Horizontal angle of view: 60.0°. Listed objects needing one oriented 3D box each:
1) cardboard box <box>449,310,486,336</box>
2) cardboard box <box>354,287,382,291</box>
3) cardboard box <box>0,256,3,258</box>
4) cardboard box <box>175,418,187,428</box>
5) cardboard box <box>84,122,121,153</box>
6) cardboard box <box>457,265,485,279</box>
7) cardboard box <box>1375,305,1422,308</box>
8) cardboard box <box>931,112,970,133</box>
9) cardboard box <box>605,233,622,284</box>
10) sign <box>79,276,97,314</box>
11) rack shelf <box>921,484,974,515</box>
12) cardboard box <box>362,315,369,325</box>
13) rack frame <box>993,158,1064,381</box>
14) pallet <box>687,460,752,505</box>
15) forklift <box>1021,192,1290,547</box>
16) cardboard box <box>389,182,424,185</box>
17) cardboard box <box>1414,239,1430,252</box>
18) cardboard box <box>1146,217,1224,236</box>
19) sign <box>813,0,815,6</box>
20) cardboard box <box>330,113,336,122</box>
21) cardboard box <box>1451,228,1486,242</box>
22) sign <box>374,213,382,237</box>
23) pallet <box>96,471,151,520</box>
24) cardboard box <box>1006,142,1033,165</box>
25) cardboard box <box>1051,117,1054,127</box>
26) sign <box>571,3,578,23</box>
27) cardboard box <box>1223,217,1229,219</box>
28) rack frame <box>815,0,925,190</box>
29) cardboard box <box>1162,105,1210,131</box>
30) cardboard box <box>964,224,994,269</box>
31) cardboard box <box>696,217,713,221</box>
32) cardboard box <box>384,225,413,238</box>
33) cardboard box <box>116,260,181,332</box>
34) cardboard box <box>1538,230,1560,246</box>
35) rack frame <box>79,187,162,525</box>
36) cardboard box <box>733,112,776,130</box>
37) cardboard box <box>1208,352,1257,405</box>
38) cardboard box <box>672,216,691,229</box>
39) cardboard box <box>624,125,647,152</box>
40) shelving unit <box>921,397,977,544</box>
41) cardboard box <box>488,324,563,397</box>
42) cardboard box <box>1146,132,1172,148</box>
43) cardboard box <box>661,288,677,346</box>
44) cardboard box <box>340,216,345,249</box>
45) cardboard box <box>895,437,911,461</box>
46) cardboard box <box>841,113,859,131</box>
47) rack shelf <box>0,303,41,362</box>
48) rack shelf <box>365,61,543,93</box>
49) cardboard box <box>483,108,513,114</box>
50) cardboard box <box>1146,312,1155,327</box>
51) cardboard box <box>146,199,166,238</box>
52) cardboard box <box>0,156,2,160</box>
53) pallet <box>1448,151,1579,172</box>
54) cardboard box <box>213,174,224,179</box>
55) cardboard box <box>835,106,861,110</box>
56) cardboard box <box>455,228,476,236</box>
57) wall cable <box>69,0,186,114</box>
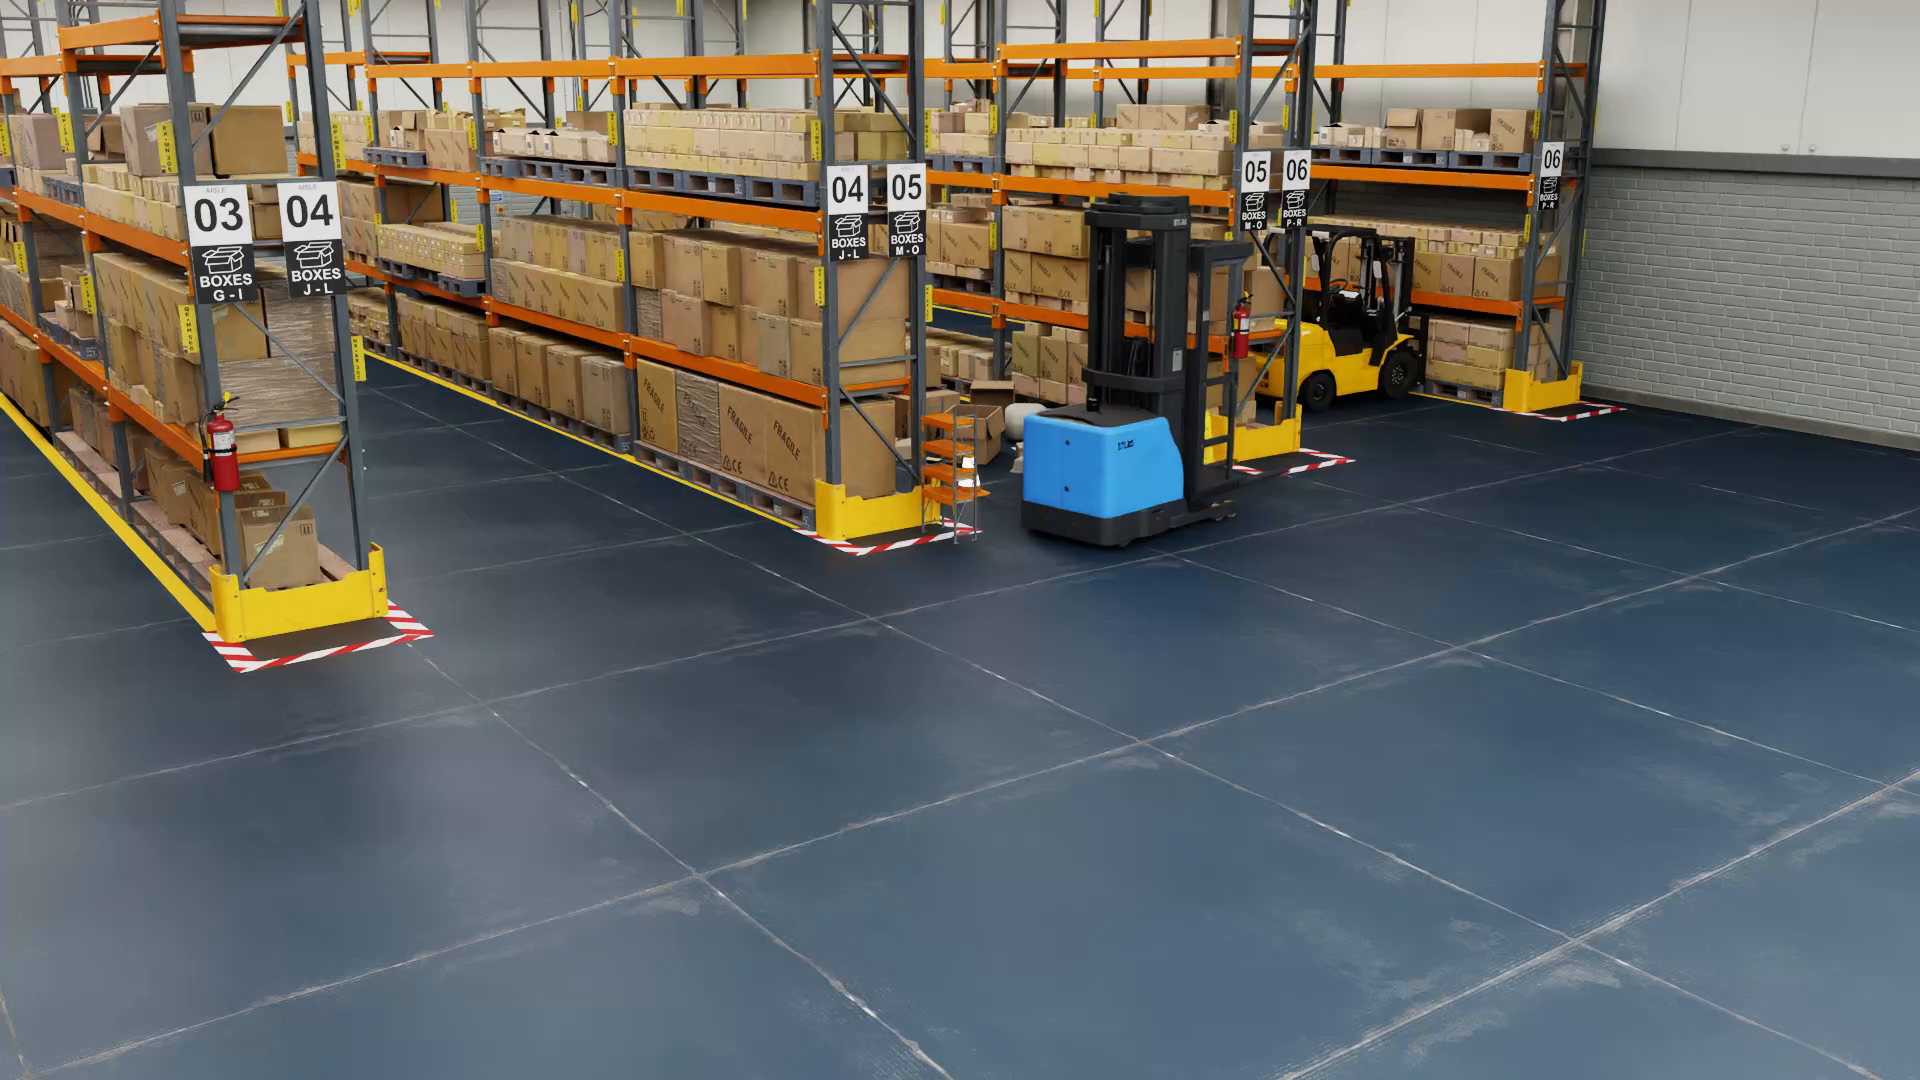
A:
[{"bbox_3d":[-6.366,-2.842,21.795,0.500,0.250,0.500,-11,19,-34],"label":"cardboard box"},{"bbox_3d":[-9.634,-4.021,27.062,0.380,0.149,0.250,-11,19,-34],"label":"cardboard box"},{"bbox_3d":[-11.801,-3.289,20.720,0.500,0.500,0.500,-11,19,-34],"label":"cardboard box"},{"bbox_3d":[-5.897,-0.987,12.976,0.380,0.149,0.250,-11,19,-35],"label":"cardboard box"},{"bbox_3d":[-7.917,-3.685,15.685,0.797,0.503,0.637,-10,18,-32],"label":"cardboard box"},{"bbox_3d":[-6.108,-3.387,20.949,0.380,0.149,0.250,-10,18,-34],"label":"cardboard box"},{"bbox_3d":[5.905,-3.046,22.543,0.500,0.250,0.500,-11,19,-34],"label":"cardboard box"},{"bbox_3d":[-0.212,-5.344,21.278,0.500,0.250,0.500,-10,18,-34],"label":"cardboard box"},{"bbox_3d":[-3.391,-3.053,17.965,0.700,0.500,0.500,-11,19,-35],"label":"cardboard box"},{"bbox_3d":[-7.613,-2.141,14.522,0.100,0.325,0.005,-11,19,-35],"label":"sign"},{"bbox_3d":[-0.097,-0.358,14.617,0.258,0.148,0.480,-11,19,-35],"label":"rack shelf"},{"bbox_3d":[-8.815,-3.345,25.157,0.380,0.149,0.250,-10,18,-33],"label":"cardboard box"},{"bbox_3d":[0.850,-3.207,20.613,1.000,3.000,0.127,-11,19,-35],"label":"rack frame"},{"bbox_3d":[-1.989,-0.637,16.504,1.003,0.211,1.213,-11,19,-35],"label":"pallet"},{"bbox_3d":[1.930,-1.666,15.112,1.130,2.935,3.031,14,21,42],"label":"forklift"},{"bbox_3d":[-8.184,-5.042,24.669,0.500,0.500,0.500,-12,19,-36],"label":"cardboard box"},{"bbox_3d":[6.010,-3.786,21.309,0.380,0.149,0.250,-11,19,-34],"label":"cardboard box"},{"bbox_3d":[2.434,-3.212,17.981,0.700,0.500,0.500,-11,19,-34],"label":"cardboard box"},{"bbox_3d":[-1.949,-7.395,22.480,0.100,0.325,0.005,-11,19,-35],"label":"sign"},{"bbox_3d":[-9.150,-6.281,24.743,0.380,0.149,0.250,-11,19,-35],"label":"cardboard box"},{"bbox_3d":[6.402,-3.837,20.931,0.380,0.149,0.250,-11,19,-34],"label":"cardboard box"},{"bbox_3d":[-8.233,-4.457,23.540,0.100,0.325,0.005,-11,19,-35],"label":"sign"},{"bbox_3d":[-7.625,-0.490,15.967,1.003,0.211,1.213,-11,19,-35],"label":"pallet"},{"bbox_3d":[0.887,-4.589,19.699,0.500,0.250,0.500,-11,19,-36],"label":"cardboard box"},{"bbox_3d":[1.688,-6.753,26.850,0.380,0.149,0.250,-11,19,-35],"label":"cardboard box"},{"bbox_3d":[-6.658,-9.105,28.729,0.100,0.325,0.005,-11,19,-35],"label":"sign"},{"bbox_3d":[4.123,-4.728,24.752,0.380,0.149,0.250,-11,19,-35],"label":"cardboard box"},{"bbox_3d":[-0.743,-4.457,13.814,1.000,3.000,0.127,-11,19,-35],"label":"rack frame"},{"bbox_3d":[3.338,-6.169,24.576,0.500,0.500,0.500,-10,18,-33],"label":"cardboard box"},{"bbox_3d":[0.393,-3.665,20.735,0.500,0.500,0.500,-11,19,-36],"label":"cardboard box"},{"bbox_3d":[-3.828,-5.308,26.202,0.500,0.500,0.500,-11,19,-34],"label":"cardboard box"},{"bbox_3d":[-7.770,-4.280,23.085,0.380,0.149,0.250,-10,18,-33],"label":"cardboard box"},{"bbox_3d":[-6.518,-1.994,13.533,0.500,0.500,0.500,-11,19,-35],"label":"cardboard box"},{"bbox_3d":[7.190,-3.734,20.555,0.380,0.149,0.250,-11,19,-36],"label":"cardboard box"},{"bbox_3d":[-7.166,-1.669,14.992,1.000,3.000,0.127,-11,19,-35],"label":"rack frame"},{"bbox_3d":[-1.811,-3.760,14.932,0.380,0.149,0.250,-11,19,-34],"label":"cardboard box"},{"bbox_3d":[2.937,-1.811,18.505,0.500,0.500,0.500,-12,19,-36],"label":"cardboard box"},{"bbox_3d":[-4.333,-5.023,27.058,0.500,0.500,0.500,-11,19,-34],"label":"cardboard box"},{"bbox_3d":[-3.033,-4.038,16.702,0.500,0.250,0.500,-11,19,-34],"label":"cardboard box"},{"bbox_3d":[-0.097,-0.614,14.547,0.258,1.200,0.503,-11,19,-35],"label":"shelving unit"},{"bbox_3d":[-5.161,-2.245,20.563,1.050,0.750,0.750,-11,19,-35],"label":"cardboard box"},{"bbox_3d":[2.233,-4.318,17.954,0.380,0.149,0.250,-11,19,-35],"label":"cardboard box"},{"bbox_3d":[-2.526,-2.299,17.009,0.875,0.550,0.550,-11,19,-35],"label":"cardboard box"},{"bbox_3d":[-9.192,-4.708,25.343,0.500,0.500,0.500,-11,19,-36],"label":"cardboard box"},{"bbox_3d":[-0.594,-1.018,17.791,0.396,0.266,0.258,-7,17,-25],"label":"cardboard box"},{"bbox_3d":[-0.828,-3.699,14.706,0.380,0.149,0.250,-11,19,-34],"label":"cardboard box"},{"bbox_3d":[-10.694,-2.603,19.768,1.077,0.370,4.000,-11,19,-35],"label":"rack shelf"},{"bbox_3d":[-6.622,-6.052,21.763,1.077,0.370,4.000,-11,19,-35],"label":"rack shelf"},{"bbox_3d":[-5.946,-5.423,21.388,0.396,0.266,0.258,-11,19,-35],"label":"cardboard box"},{"bbox_3d":[2.261,-2.424,18.226,0.380,0.149,0.250,-10,18,-34],"label":"cardboard box"},{"bbox_3d":[-5.599,-2.359,12.115,0.500,0.250,0.500,-11,19,-34],"label":"cardboard box"},{"bbox_3d":[-10.736,-4.655,19.230,0.797,0.503,0.637,-11,19,-35],"label":"cardboard box"},{"bbox_3d":[6.820,-4.684,20.492,1.003,0.211,1.213,-11,19,-35],"label":"pallet"},{"bbox_3d":[-5.526,-2.759,12.823,0.380,0.149,0.250,-12,19,-37],"label":"cardboard box"},{"bbox_3d":[-2.135,-8.166,31.823,0.500,0.250,0.500,-11,19,-35],"label":"cardboard box"},{"bbox_3d":[-6.639,-4.160,22.647,0.380,0.149,0.250,-12,19,-37],"label":"cardboard box"},{"bbox_3d":[-14.758,-10.419,29.504,2.277,5.999,0.120,-11,19,-35],"label":"wall cable"}]
